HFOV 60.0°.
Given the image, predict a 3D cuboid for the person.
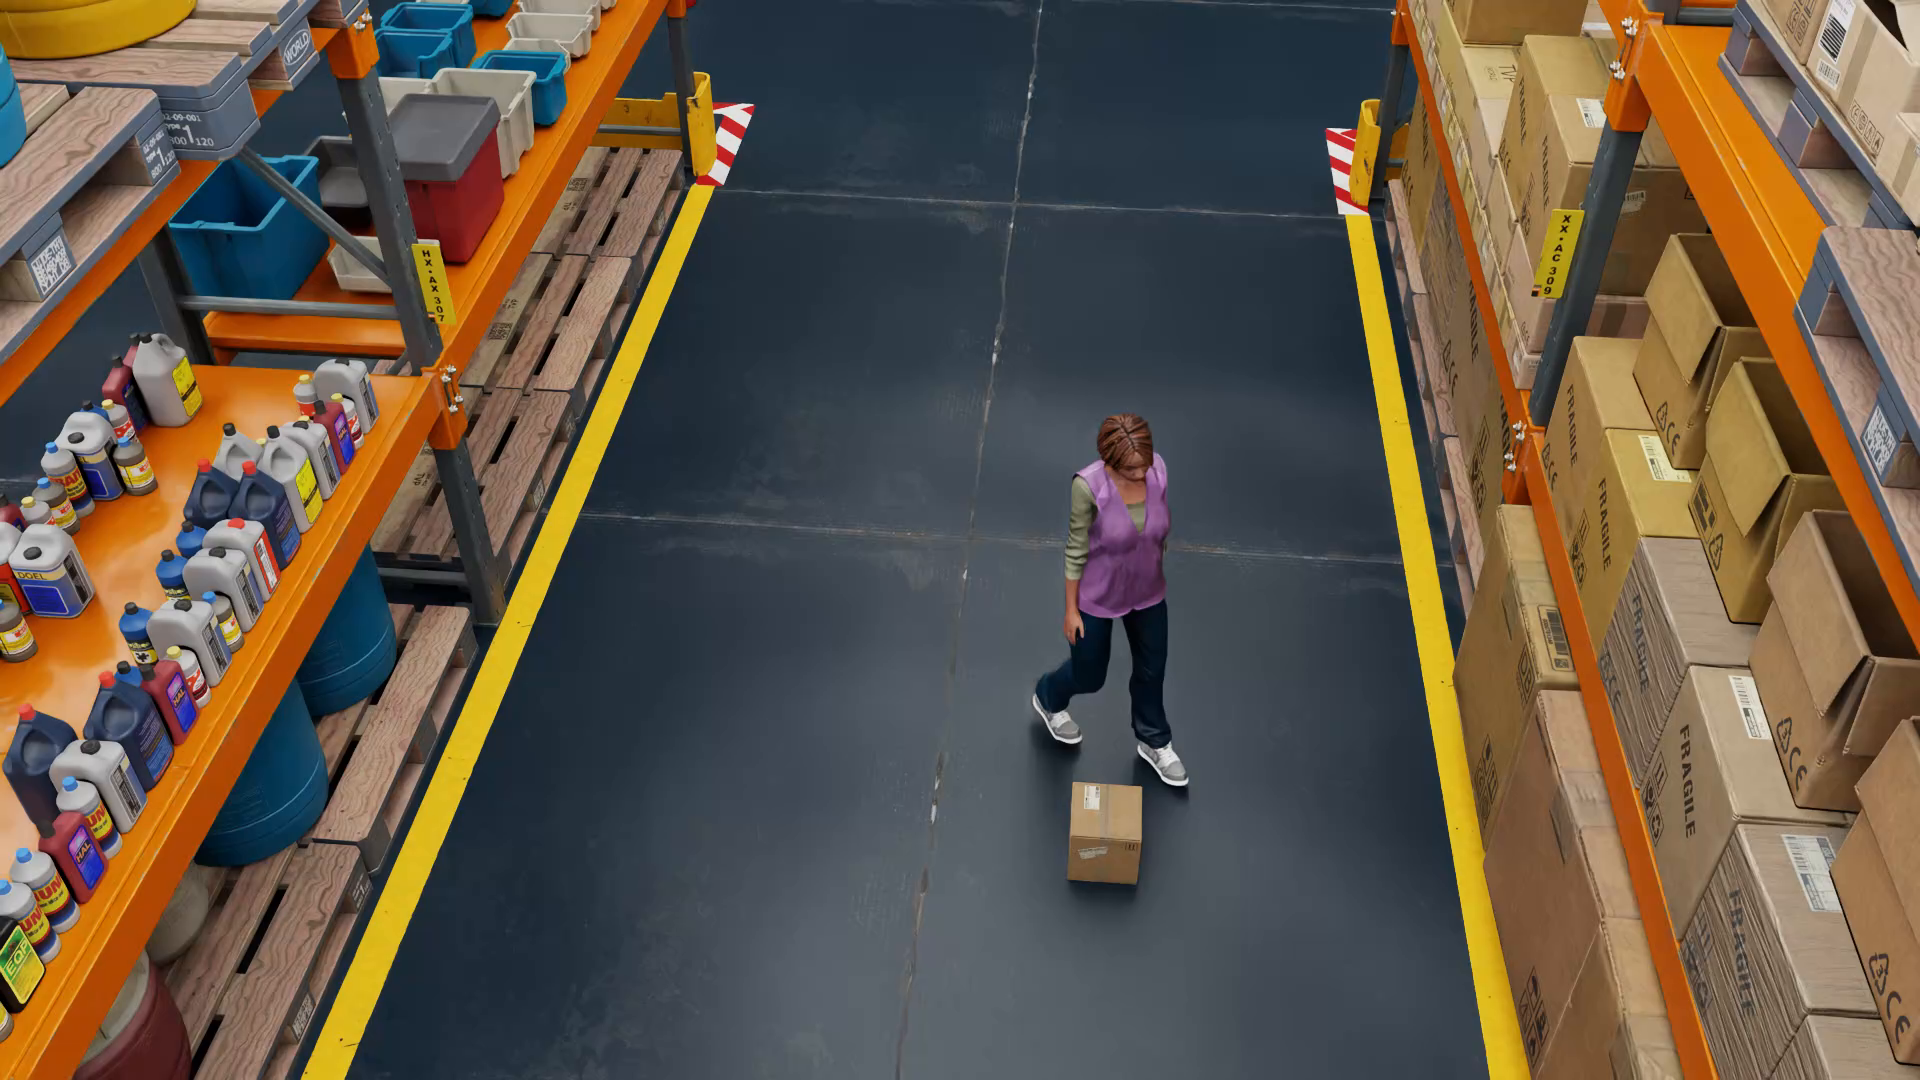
[{"bbox_3d":[0.569,0.210,5.905,0.437,1.583,0.593,-15,43,-17],"label":"person"}]
